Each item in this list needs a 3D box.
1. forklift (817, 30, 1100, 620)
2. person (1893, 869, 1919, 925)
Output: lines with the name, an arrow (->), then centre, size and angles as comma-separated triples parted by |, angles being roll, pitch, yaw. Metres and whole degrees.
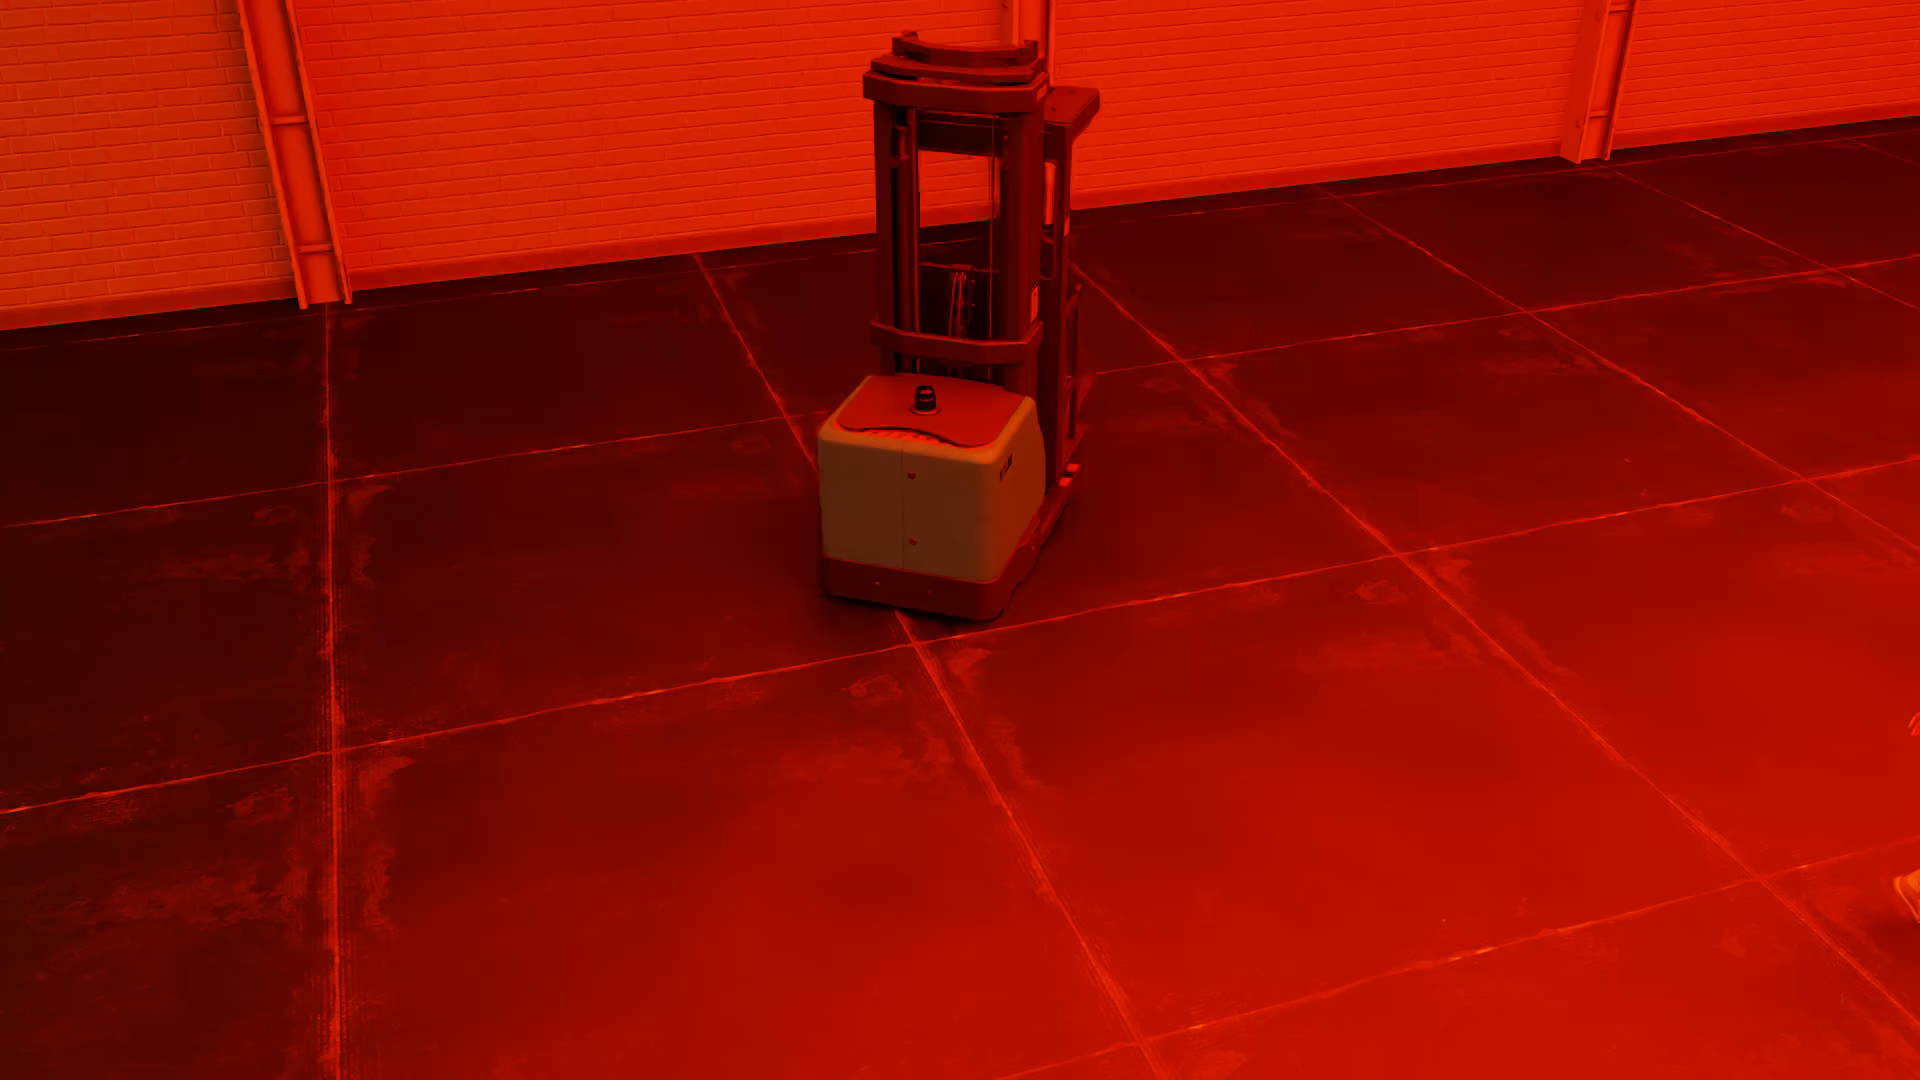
forklift -> 0.154, -1.552, 9.785 | 1.130, 2.935, 3.031 | 9, 31, 15
person -> 4.305, 0.912, 6.838 | 0.576, 1.610, 0.642 | 11, 32, 18
